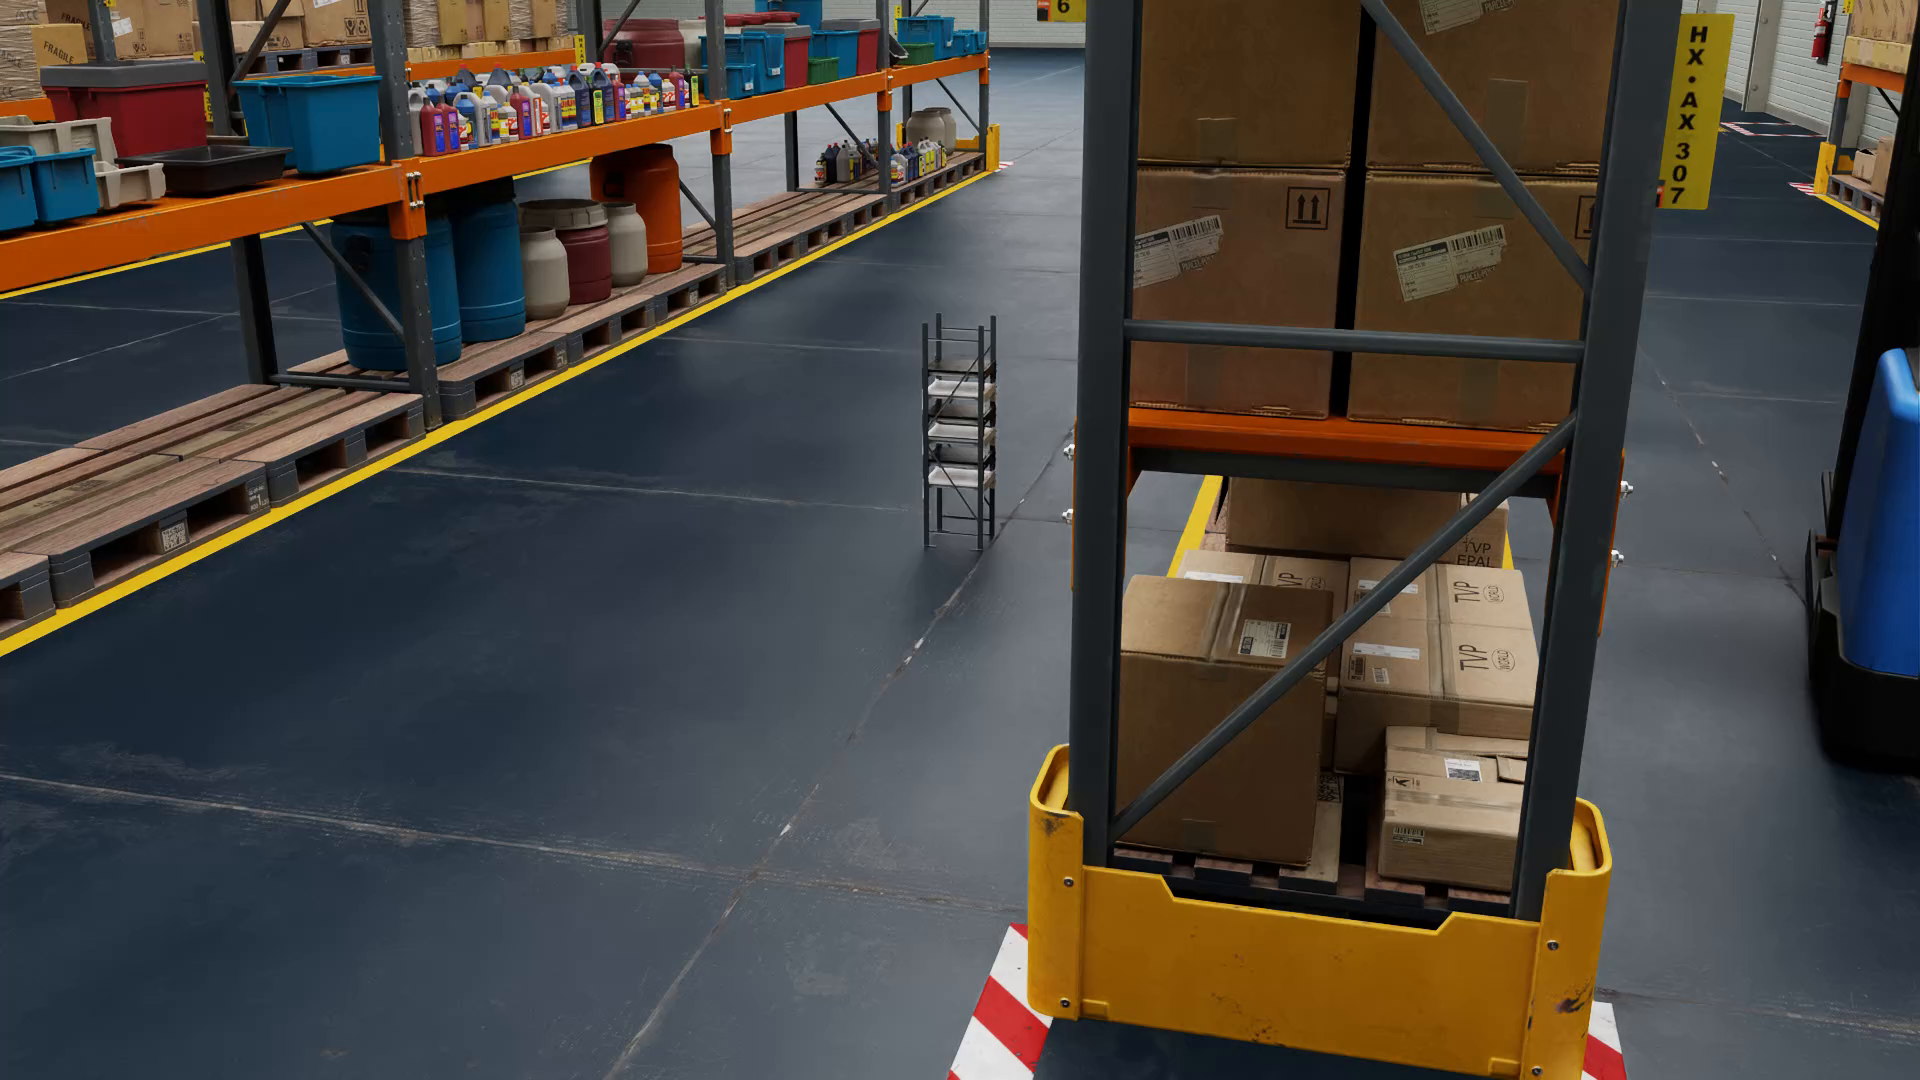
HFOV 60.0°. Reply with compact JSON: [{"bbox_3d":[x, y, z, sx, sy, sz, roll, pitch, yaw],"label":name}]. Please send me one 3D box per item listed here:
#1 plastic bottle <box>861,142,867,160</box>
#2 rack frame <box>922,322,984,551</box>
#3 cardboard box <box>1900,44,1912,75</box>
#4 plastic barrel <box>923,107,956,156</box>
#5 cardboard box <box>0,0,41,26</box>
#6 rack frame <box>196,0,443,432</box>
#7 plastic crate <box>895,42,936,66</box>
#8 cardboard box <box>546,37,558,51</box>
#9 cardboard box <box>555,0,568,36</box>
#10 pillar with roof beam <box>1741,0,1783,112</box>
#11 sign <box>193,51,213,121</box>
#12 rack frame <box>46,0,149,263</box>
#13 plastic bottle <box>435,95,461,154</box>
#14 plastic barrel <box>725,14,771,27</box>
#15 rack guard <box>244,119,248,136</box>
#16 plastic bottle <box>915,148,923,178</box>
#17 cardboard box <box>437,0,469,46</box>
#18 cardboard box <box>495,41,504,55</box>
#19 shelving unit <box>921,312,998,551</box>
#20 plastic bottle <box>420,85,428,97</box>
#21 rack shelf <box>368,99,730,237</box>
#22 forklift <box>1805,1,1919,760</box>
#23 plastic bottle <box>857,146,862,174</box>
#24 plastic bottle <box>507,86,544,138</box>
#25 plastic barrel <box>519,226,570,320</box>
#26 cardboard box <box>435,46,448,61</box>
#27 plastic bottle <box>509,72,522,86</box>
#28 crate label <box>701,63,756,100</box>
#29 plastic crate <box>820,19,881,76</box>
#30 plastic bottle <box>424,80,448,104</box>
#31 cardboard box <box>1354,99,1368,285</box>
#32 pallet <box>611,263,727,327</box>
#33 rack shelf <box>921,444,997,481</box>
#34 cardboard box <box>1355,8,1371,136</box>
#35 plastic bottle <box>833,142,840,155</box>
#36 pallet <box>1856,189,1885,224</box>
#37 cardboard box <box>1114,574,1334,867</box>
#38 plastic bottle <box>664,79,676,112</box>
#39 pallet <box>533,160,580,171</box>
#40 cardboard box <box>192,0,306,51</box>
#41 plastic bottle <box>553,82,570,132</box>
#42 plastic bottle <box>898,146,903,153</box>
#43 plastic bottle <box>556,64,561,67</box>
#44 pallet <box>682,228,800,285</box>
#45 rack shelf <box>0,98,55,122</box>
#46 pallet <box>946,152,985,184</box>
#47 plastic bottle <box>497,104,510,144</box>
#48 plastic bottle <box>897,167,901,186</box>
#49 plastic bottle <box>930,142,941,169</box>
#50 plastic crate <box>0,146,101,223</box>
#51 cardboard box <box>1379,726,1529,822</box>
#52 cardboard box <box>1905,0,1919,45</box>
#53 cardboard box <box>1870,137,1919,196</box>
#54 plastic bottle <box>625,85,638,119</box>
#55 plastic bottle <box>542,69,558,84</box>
[{"bbox_3d":[-1.021,-4.008,17.322,0.097,0.271,0.097,0,19,0],"label":"plastic bottle"},{"bbox_3d":[-0.027,-0.391,6.441,0.240,0.900,0.006,5,19,13],"label":"rack frame"},{"bbox_3d":[8.521,-4.163,14.435,0.500,0.250,0.500,5,19,13],"label":"cardboard box"},{"bbox_3d":[-0.254,-4.583,18.663,0.421,0.512,0.421,0,19,0],"label":"plastic barrel"},{"bbox_3d":[-7.119,-3.951,11.909,0.797,0.503,0.637,5,20,15],"label":"cardboard box"},{"bbox_3d":[-3.100,-2.012,7.939,1.000,3.000,0.127,5,19,13],"label":"rack frame"},{"bbox_3d":[-0.540,-4.823,16.494,0.450,0.188,0.662,5,19,13],"label":"plastic crate"},{"bbox_3d":[-4.913,-5.780,19.356,0.380,0.149,0.250,5,19,13],"label":"cardboard box"},{"bbox_3d":[-5.132,-6.183,19.533,0.875,0.500,0.500,5,19,13],"label":"cardboard box"},{"bbox_3d":[8.864,-11.644,26.855,9.100,9.000,0.400,5,19,13],"label":"pillar with roof beam"},{"bbox_3d":[-3.633,-2.187,8.023,0.100,0.325,0.005,5,19,13],"label":"sign"},{"bbox_3d":[-6.925,-3.657,12.754,1.000,3.000,0.127,5,19,13],"label":"rack frame"},{"bbox_3d":[-2.564,-2.080,8.318,0.061,0.283,0.133,5,19,13],"label":"plastic bottle"},{"bbox_3d":[-1.771,-4.072,13.757,0.433,0.535,0.433,0,19,0],"label":"plastic barrel"},{"bbox_3d":[-9.750,-5.413,21.761,1.175,0.500,0.348,5,19,13],"label":"rack guard"},{"bbox_3d":[-0.419,-3.770,16.608,0.061,0.283,0.133,6,20,16],"label":"plastic bottle"},{"bbox_3d":[-5.622,-5.389,17.210,0.875,0.500,0.500,5,19,13],"label":"cardboard box"},{"bbox_3d":[-5.233,-5.389,18.213,0.380,0.149,0.250,5,19,13],"label":"cardboard box"},{"bbox_3d":[-0.002,-0.423,6.535,0.258,0.900,0.210,5,19,13],"label":"shelving unit"},{"bbox_3d":[-2.979,-2.369,9.182,0.097,0.271,0.097,0,19,0],"label":"plastic bottle"},{"bbox_3d":[-2.611,-2.299,9.890,1.077,0.370,4.000,5,19,13],"label":"rack shelf"},{"bbox_3d":[3.595,-1.104,5.386,1.130,2.935,3.031,9,21,24],"label":"forklift"},{"bbox_3d":[-1.036,-3.829,16.778,0.061,0.283,0.133,5,19,13],"label":"plastic bottle"},{"bbox_3d":[-2.391,-2.359,9.145,0.152,0.276,0.135,5,19,13],"label":"plastic bottle"},{"bbox_3d":[-2.553,-1.595,9.915,0.421,0.512,0.421,0,19,0],"label":"plastic barrel"},{"bbox_3d":[-5.496,-4.994,17.056,0.380,0.149,0.250,5,19,13],"label":"cardboard box"},{"bbox_3d":[-2.798,-2.802,10.449,0.097,0.271,0.097,0,19,0],"label":"plastic bottle"},{"bbox_3d":[-1.656,-3.289,11.936,0.303,0.233,0.416,5,19,13],"label":"crate label"},{"bbox_3d":[-0.967,-4.374,14.754,0.402,0.464,0.583,5,19,13],"label":"plastic crate"},{"bbox_3d":[-3.015,-2.490,9.529,0.152,0.276,0.135,5,19,13],"label":"plastic bottle"},{"bbox_3d":[0.945,-1.052,4.973,0.500,0.500,0.500,4,19,13],"label":"cardboard box"},{"bbox_3d":[-2.274,-1.696,11.327,1.003,0.211,1.213,5,19,13],"label":"pallet"},{"bbox_3d":[-0.002,-0.307,6.575,0.258,0.077,0.200,5,19,13],"label":"rack shelf"},{"bbox_3d":[0.690,-1.206,3.877,0.500,0.500,0.500,5,20,15],"label":"cardboard box"},{"bbox_3d":[-1.220,-3.759,16.471,0.144,0.351,0.185,4,19,11],"label":"plastic bottle"},{"bbox_3d":[8.888,-3.015,15.187,1.003,0.211,1.213,5,19,13],"label":"pallet"},{"bbox_3d":[0.619,0.419,4.008,0.500,0.500,0.500,5,19,13],"label":"cardboard box"},{"bbox_3d":[-1.910,-2.905,10.858,0.097,0.201,0.097,0,19,0],"label":"plastic bottle"},{"bbox_3d":[-5.222,-4.570,19.739,1.003,0.211,1.213,5,19,13],"label":"pallet"},{"bbox_3d":[-6.282,-4.608,14.728,0.797,0.503,0.637,7,20,19],"label":"cardboard box"},{"bbox_3d":[-2.279,-2.464,9.459,0.097,0.271,0.097,0,19,0],"label":"plastic bottle"},{"bbox_3d":[-0.545,-3.856,16.868,0.152,0.276,0.135,5,19,13],"label":"plastic bottle"},{"bbox_3d":[-2.666,-3.001,11.015,0.061,0.283,0.133,5,19,13],"label":"plastic bottle"},{"bbox_3d":[-1.895,-2.186,12.762,1.003,0.211,1.213,5,19,13],"label":"pallet"},{"bbox_3d":[-7.414,-2.690,11.035,1.077,0.370,4.000,5,19,13],"label":"rack shelf"},{"bbox_3d":[-0.344,-4.172,18.576,1.003,0.211,1.213,5,19,13],"label":"pallet"},{"bbox_3d":[-2.449,-2.213,8.833,0.097,0.201,0.097,0,19,0],"label":"plastic bottle"},{"bbox_3d":[-0.617,-3.501,15.945,0.097,0.201,0.097,0,19,0],"label":"plastic bottle"},{"bbox_3d":[-0.279,-4.006,17.308,0.152,0.276,0.135,5,19,14],"label":"plastic bottle"},{"bbox_3d":[-3.302,-1.266,5.920,0.416,0.233,0.300,5,19,13],"label":"plastic crate"},{"bbox_3d":[1.222,0.584,4.040,0.380,0.166,0.250,5,19,13],"label":"cardboard box"},{"bbox_3d":[8.527,-4.517,14.313,0.500,0.500,0.500,4,19,12],"label":"cardboard box"},{"bbox_3d":[8.816,-3.402,15.194,0.700,0.500,0.500,3,19,10],"label":"cardboard box"},{"bbox_3d":[-2.052,-2.722,10.322,0.097,0.201,0.097,0,19,0],"label":"plastic bottle"},{"bbox_3d":[-2.650,-2.911,10.769,0.097,0.271,0.097,0,19,0],"label":"plastic bottle"}]
